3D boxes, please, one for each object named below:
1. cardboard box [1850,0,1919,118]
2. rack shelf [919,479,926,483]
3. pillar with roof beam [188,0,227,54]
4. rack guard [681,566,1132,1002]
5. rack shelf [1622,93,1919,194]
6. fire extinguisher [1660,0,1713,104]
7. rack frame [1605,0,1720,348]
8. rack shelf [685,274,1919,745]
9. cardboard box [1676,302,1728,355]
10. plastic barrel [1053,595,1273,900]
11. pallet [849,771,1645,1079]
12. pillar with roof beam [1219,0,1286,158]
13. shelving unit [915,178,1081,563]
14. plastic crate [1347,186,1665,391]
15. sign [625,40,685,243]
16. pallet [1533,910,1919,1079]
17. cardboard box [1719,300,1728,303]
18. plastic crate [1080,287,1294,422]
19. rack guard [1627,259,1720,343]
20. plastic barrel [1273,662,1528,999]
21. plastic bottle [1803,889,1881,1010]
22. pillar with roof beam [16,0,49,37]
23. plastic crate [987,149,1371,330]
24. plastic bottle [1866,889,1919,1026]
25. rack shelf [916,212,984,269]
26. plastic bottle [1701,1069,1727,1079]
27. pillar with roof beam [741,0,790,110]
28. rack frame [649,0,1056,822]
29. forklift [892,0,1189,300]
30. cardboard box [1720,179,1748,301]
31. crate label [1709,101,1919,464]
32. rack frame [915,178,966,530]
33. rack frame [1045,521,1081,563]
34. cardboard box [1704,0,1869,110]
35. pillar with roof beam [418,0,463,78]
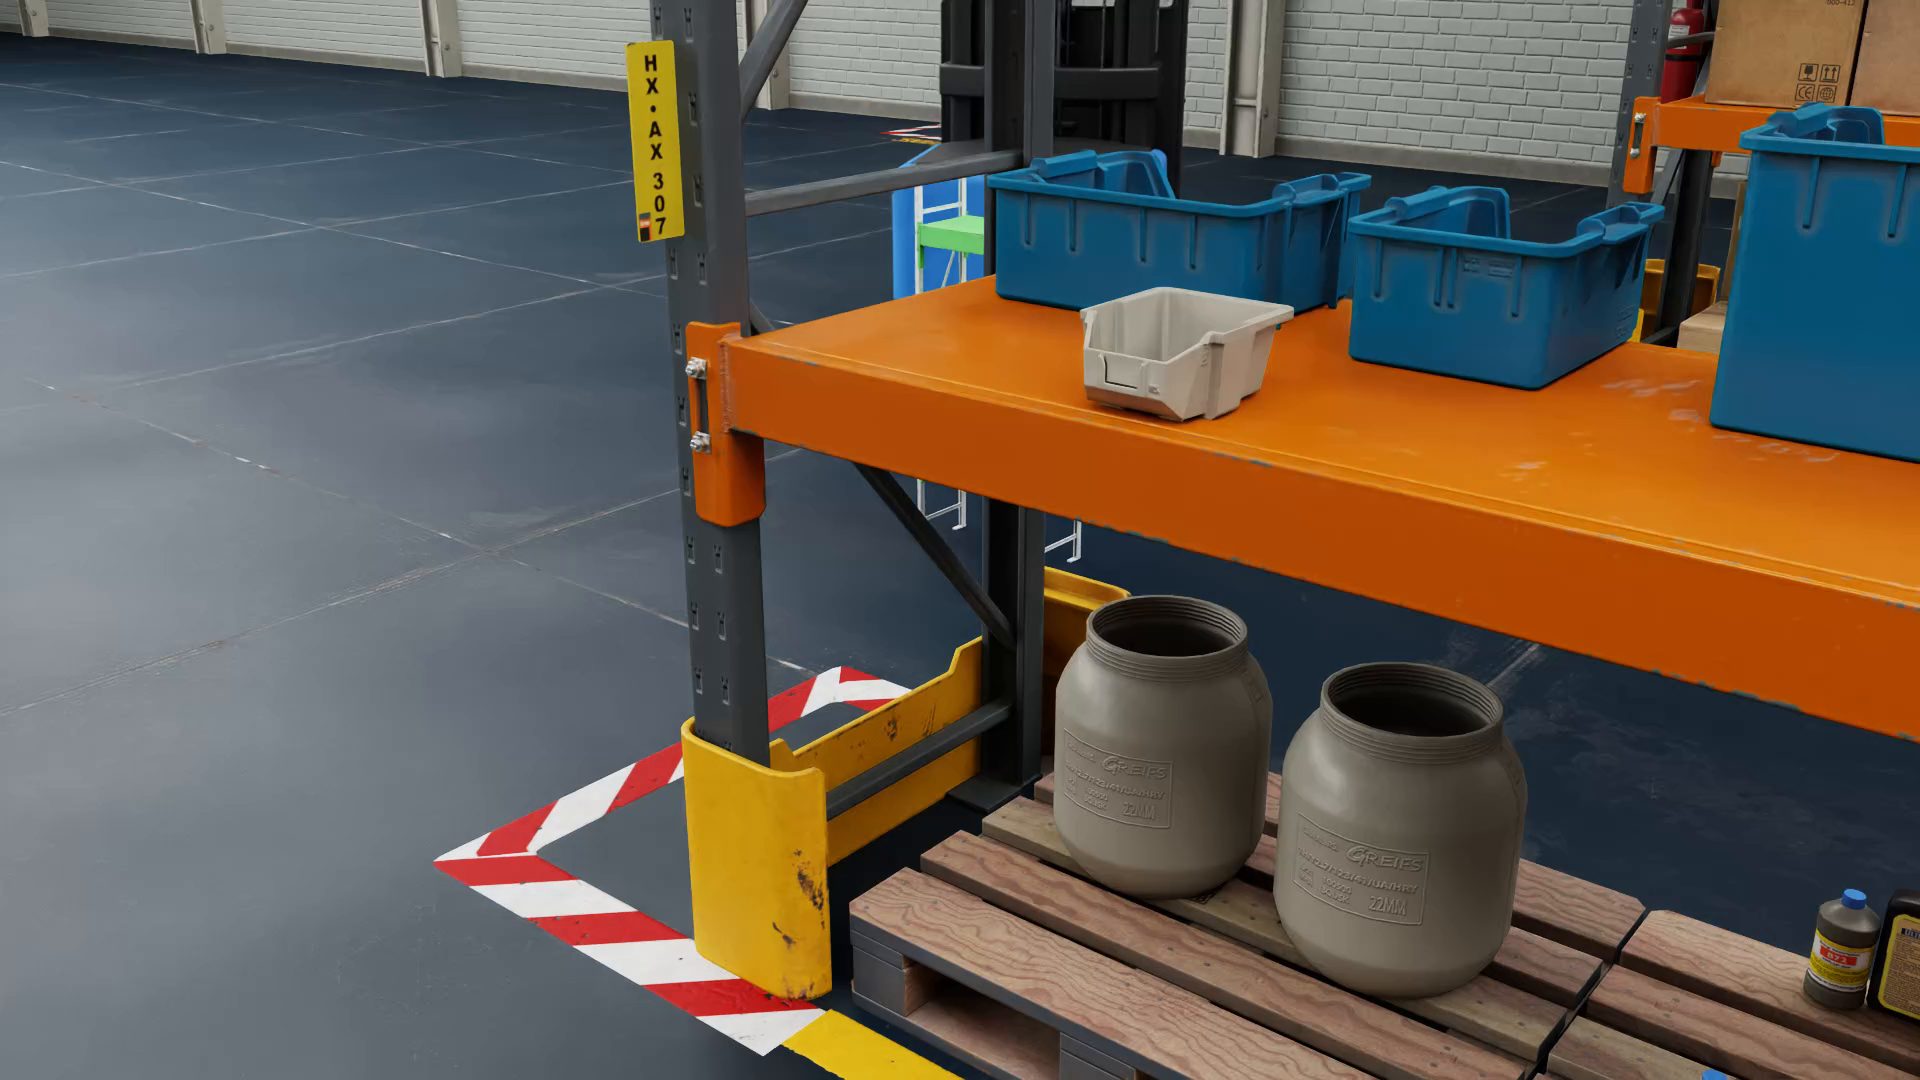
[{"bbox_3d":[3.737,-1.866,6.225,0.500,0.500,0.700,17,26,38],"label":"cardboard box"},{"bbox_3d":[0.128,-0.240,5.466,0.480,0.148,0.258,16,26,36],"label":"rack shelf"},{"bbox_3d":[-14.123,-10.463,20.661,0.400,9.000,9.100,16,26,36],"label":"pillar with roof beam"},{"bbox_3d":[-0.073,0.484,3.677,0.348,0.500,1.175,16,26,36],"label":"rack guard"},{"bbox_3d":[4.523,-1.260,5.779,4.000,0.370,1.077,16,26,36],"label":"rack shelf"},{"bbox_3d":[3.176,-2.160,7.255,0.183,0.674,0.296,16,26,36],"label":"fire extinguisher"},{"bbox_3d":[2.974,-2.043,6.835,0.127,3.000,1.000,16,26,36],"label":"rack frame"},{"bbox_3d":[1.388,0.093,2.190,4.000,0.370,1.077,16,26,36],"label":"rack shelf"},{"bbox_3d":[3.248,-0.773,6.767,0.500,0.250,0.500,16,26,36],"label":"cardboard box"},{"bbox_3d":[0.397,0.404,3.277,0.421,0.512,0.421,0,21,0],"label":"plastic barrel"},{"bbox_3d":[0.553,0.802,3.243,1.213,0.211,1.003,16,26,36],"label":"pallet"},{"bbox_3d":[-0.178,-6.447,10.011,0.400,9.000,9.100,16,26,36],"label":"pillar with roof beam"},{"bbox_3d":[0.128,-0.524,5.359,0.503,1.200,0.258,16,26,36],"label":"shelving unit"},{"bbox_3d":[0.915,-0.444,2.805,0.408,0.251,0.499,16,26,36],"label":"plastic crate"},{"bbox_3d":[-0.512,-0.670,2.801,0.005,0.325,0.100,16,26,36],"label":"sign"},{"bbox_3d":[1.494,1.074,2.521,1.213,0.211,1.003,16,26,36],"label":"pallet"},{"bbox_3d":[3.576,-0.914,7.143,0.500,0.250,0.500,16,26,36],"label":"cardboard box"},{"bbox_3d":[0.329,-0.279,2.530,0.250,0.136,0.298,16,26,36],"label":"plastic crate"},{"bbox_3d":[2.955,-0.879,7.290,0.348,0.500,1.175,16,26,36],"label":"rack guard"},{"bbox_3d":[0.785,0.515,2.981,0.421,0.512,0.421,0,21,0],"label":"plastic barrel"},{"bbox_3d":[1.539,0.704,2.894,0.097,0.201,0.097,0,21,0],"label":"plastic bottle"},{"bbox_3d":[-18.772,-11.802,24.211,0.400,9.000,9.100,16,26,36],"label":"pillar with roof beam"},{"bbox_3d":[0.416,-0.590,3.193,0.616,0.251,0.499,16,26,36],"label":"plastic crate"},{"bbox_3d":[1.641,0.686,2.823,0.133,0.283,0.061,17,26,38],"label":"plastic bottle"},{"bbox_3d":[0.128,-0.914,5.212,0.480,0.148,0.258,16,26,36],"label":"rack shelf"},{"bbox_3d":[1.046,0.871,2.352,0.097,0.271,0.097,0,21,0],"label":"plastic bottle"},{"bbox_3d":[-4.827,-7.786,13.561,0.400,9.000,9.100,16,26,36],"label":"pillar with roof beam"},{"bbox_3d":[-0.161,-0.690,3.246,0.127,3.000,1.000,16,26,36],"label":"rack frame"},{"bbox_3d":[0.504,-2.288,7.583,1.130,2.935,3.031,4,21,10],"label":"forklift"},{"bbox_3d":[3.577,-1.266,7.012,0.500,0.500,0.500,16,26,36],"label":"cardboard box"},{"bbox_3d":[1.436,-0.370,2.347,0.616,0.435,0.502,16,26,36],"label":"crate label"},{"bbox_3d":[-0.061,-0.579,5.503,0.015,1.200,0.240,16,26,36],"label":"rack frame"},{"bbox_3d":[0.317,-0.470,5.214,0.015,1.200,0.240,16,26,36],"label":"rack frame"},{"bbox_3d":[3.327,-1.982,6.532,0.500,0.500,0.700,16,26,36],"label":"cardboard box"},{"bbox_3d":[-9.475,-9.124,17.111,0.400,9.000,9.100,16,26,36],"label":"pillar with roof beam"}]
